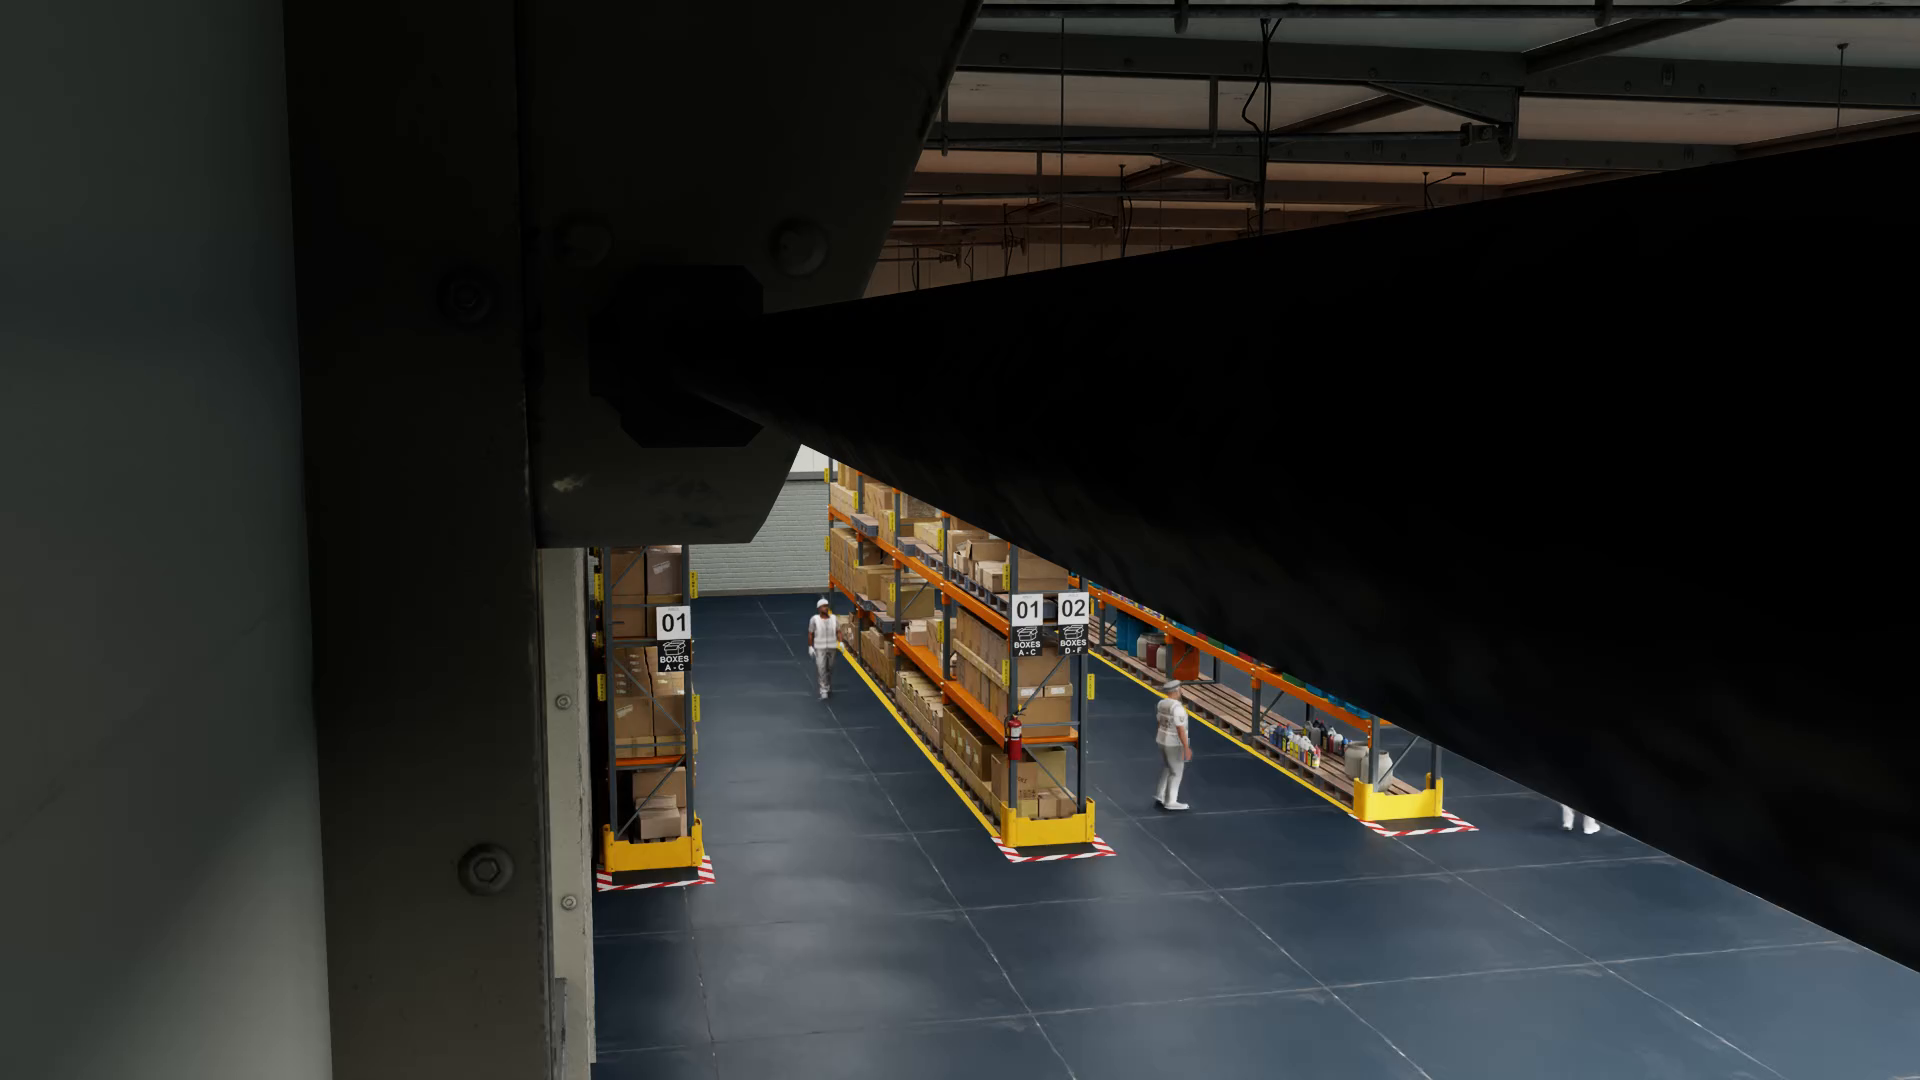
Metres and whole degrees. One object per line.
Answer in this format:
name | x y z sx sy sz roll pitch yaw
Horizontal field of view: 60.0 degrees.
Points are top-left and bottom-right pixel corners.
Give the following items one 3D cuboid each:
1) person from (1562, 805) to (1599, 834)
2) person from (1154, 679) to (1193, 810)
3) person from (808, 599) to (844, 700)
person | 8.134 2.922 21.519 0.654 1.827 0.377 3 8 26
person | 2.910 2.802 22.609 0.402 1.797 0.644 -3 7 -23
person | -2.384 1.929 29.688 0.610 1.723 1.030 -2 7 -14
